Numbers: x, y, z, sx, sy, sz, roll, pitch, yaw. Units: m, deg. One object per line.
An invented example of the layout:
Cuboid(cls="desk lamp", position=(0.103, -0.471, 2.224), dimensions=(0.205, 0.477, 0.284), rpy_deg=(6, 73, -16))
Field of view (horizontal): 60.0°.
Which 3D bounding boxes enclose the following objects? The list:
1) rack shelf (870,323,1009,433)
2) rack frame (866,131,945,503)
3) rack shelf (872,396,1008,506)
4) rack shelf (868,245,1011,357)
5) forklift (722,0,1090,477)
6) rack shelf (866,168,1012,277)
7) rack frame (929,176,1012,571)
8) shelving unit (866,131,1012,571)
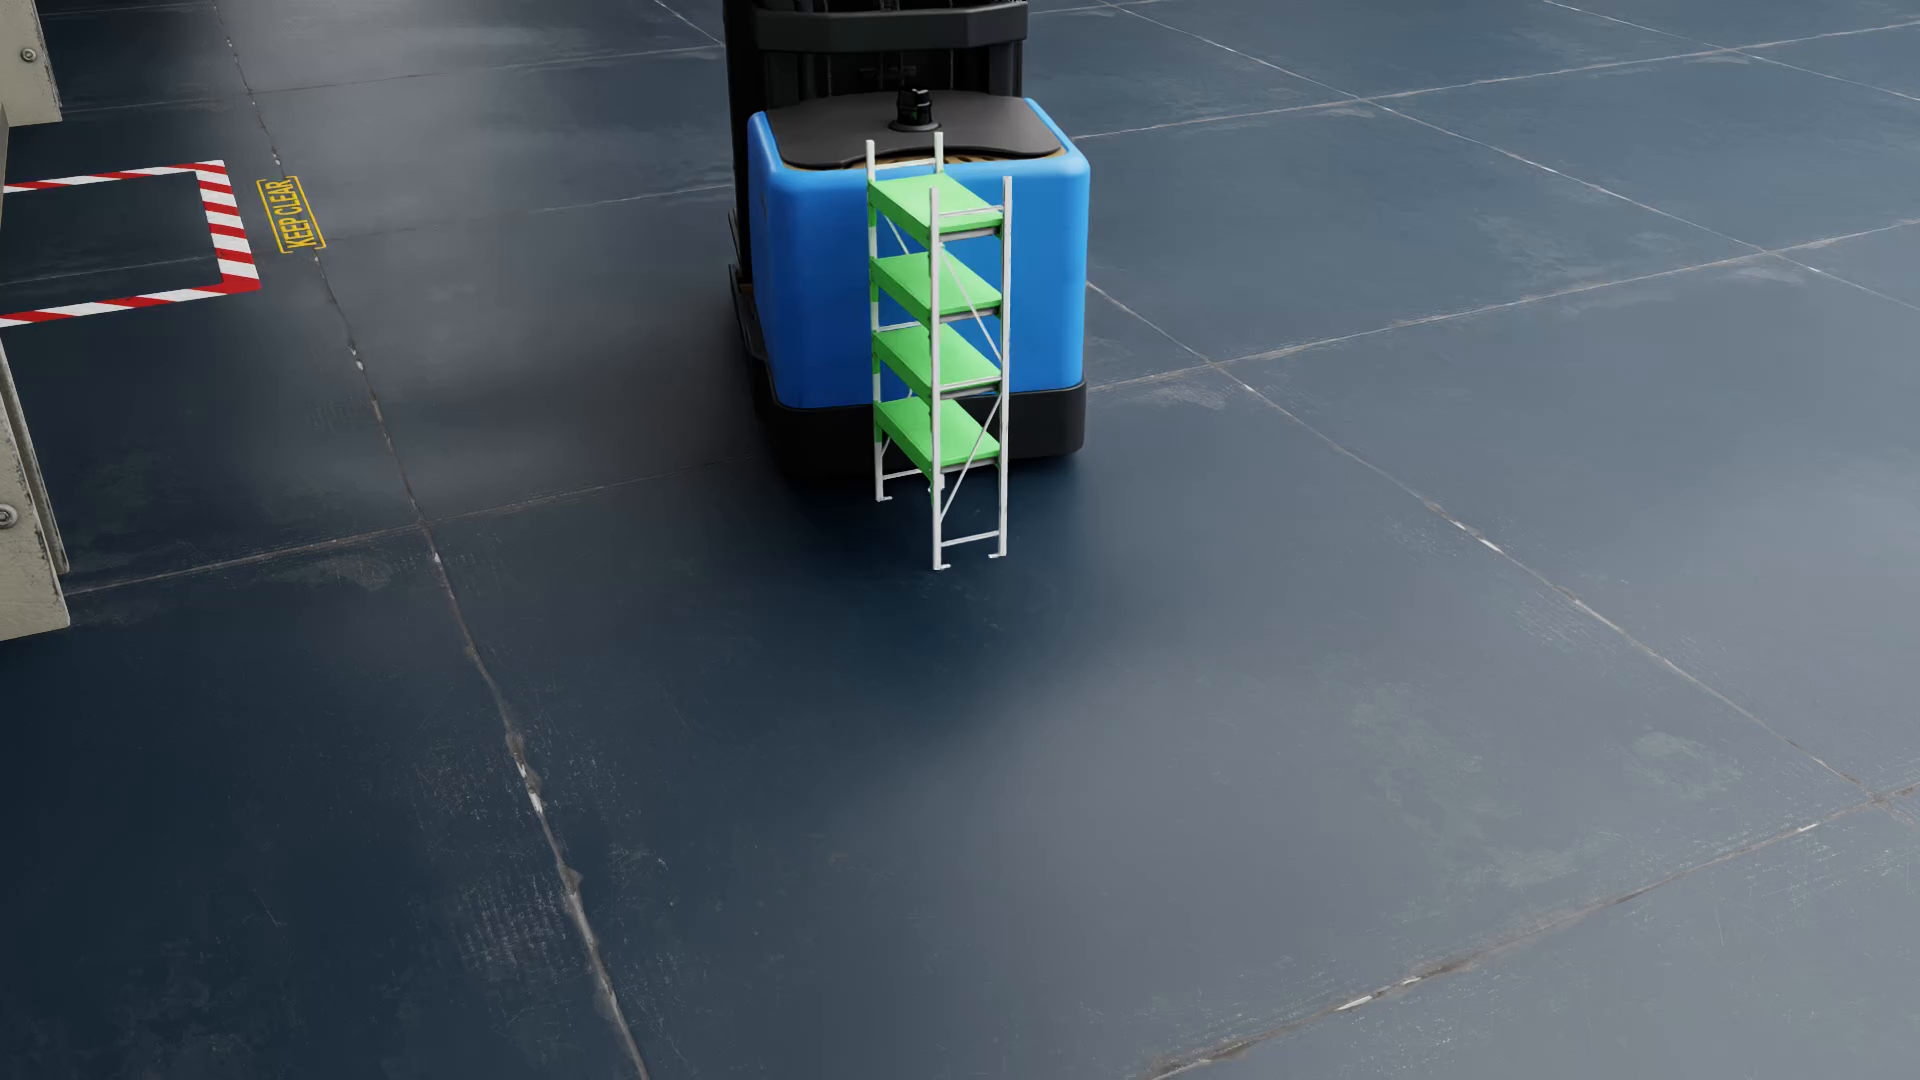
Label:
Cuboid(cls="rack shelf", position=(-0.067, -0.508, 5.060), dimensions=(0.258, 0.148, 0.480), rpy_deg=(-12, 31, -20))
Cuboid(cls="rack frame", position=(-0.164, -0.673, 5.224), dimensions=(0.240, 1.200, 0.015), rpy_deg=(-12, 31, -20))
Cuboid(cls="rack shelf", position=(-0.067, -0.299, 5.177), dimensions=(0.258, 0.148, 0.480), rpy_deg=(-12, 31, -20))
Cuboid(cls="rack shelf", position=(-0.067, -0.717, 4.942), dimensions=(0.258, 0.148, 0.480), rpy_deg=(-12, 31, -20))
Cuboid(cls="forklift", position=(-0.358, -2.190, 6.158), dimensions=(1.130, 2.935, 3.031), rpy_deg=(-5, 30, -9))
Cuboid(cls="rack shelf", position=(-0.067, -0.927, 4.825), dimensions=(0.258, 0.148, 0.480), rpy_deg=(-12, 31, -20))
Cuboid(cls="rack frame", position=(0.030, -0.454, 4.833), dimensions=(0.240, 1.200, 0.015), rpy_deg=(-12, 31, -20))
Cuboid(cls="shelving unit", position=(-0.067, -0.564, 5.029), dimensions=(0.258, 1.200, 0.503), rpy_deg=(-12, 31, -20))
